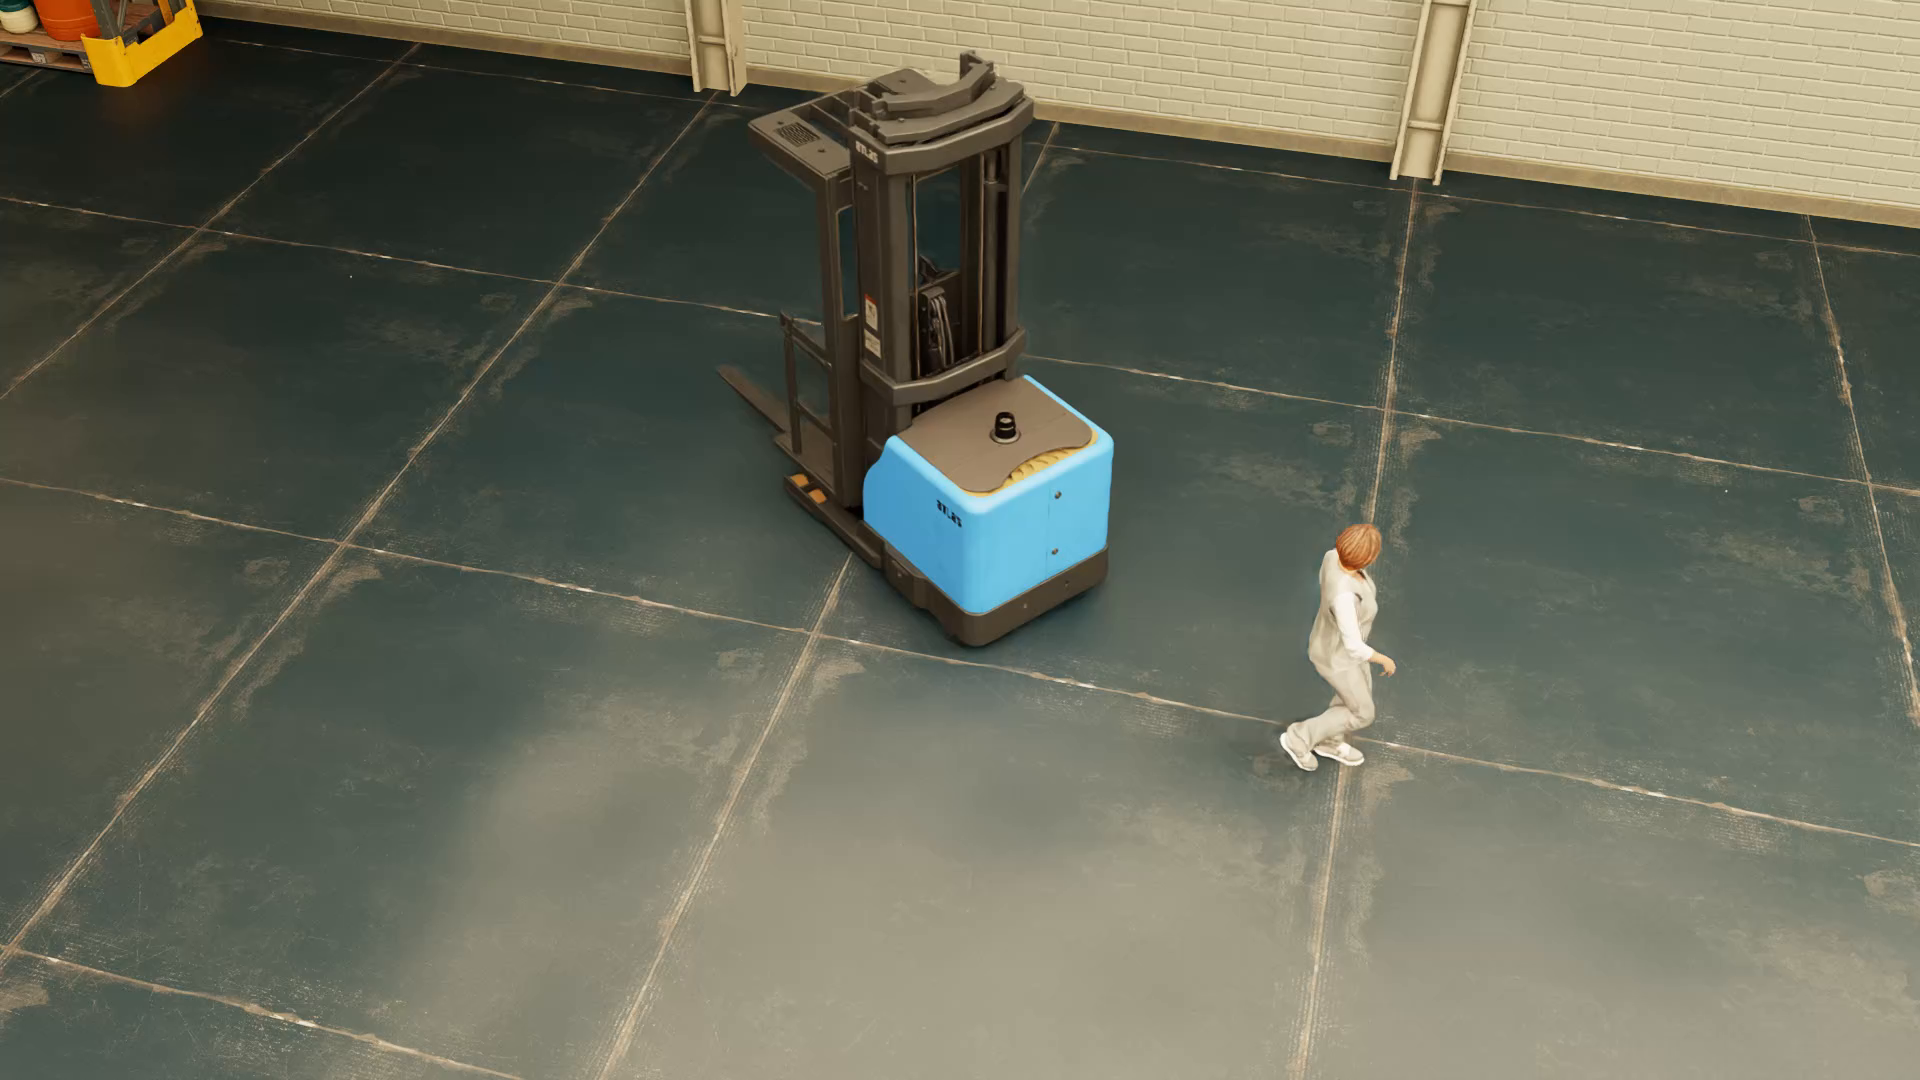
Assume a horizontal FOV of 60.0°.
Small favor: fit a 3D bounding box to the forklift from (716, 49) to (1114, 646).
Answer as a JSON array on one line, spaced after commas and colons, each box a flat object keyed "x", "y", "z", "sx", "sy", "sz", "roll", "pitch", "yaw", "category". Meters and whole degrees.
[{"x": -0.438, "y": -1.427, "z": 9.489, "sx": 1.130, "sy": 2.935, "sz": 3.031, "roll": -27, "pitch": 48, "yaw": -27, "category": "forklift"}]

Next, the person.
[{"x": 1.934, "y": 0.530, "z": 8.305, "sx": 0.480, "sy": 1.562, "sz": 0.623, "roll": 10, "pitch": 42, "yaw": 12, "category": "person"}]
